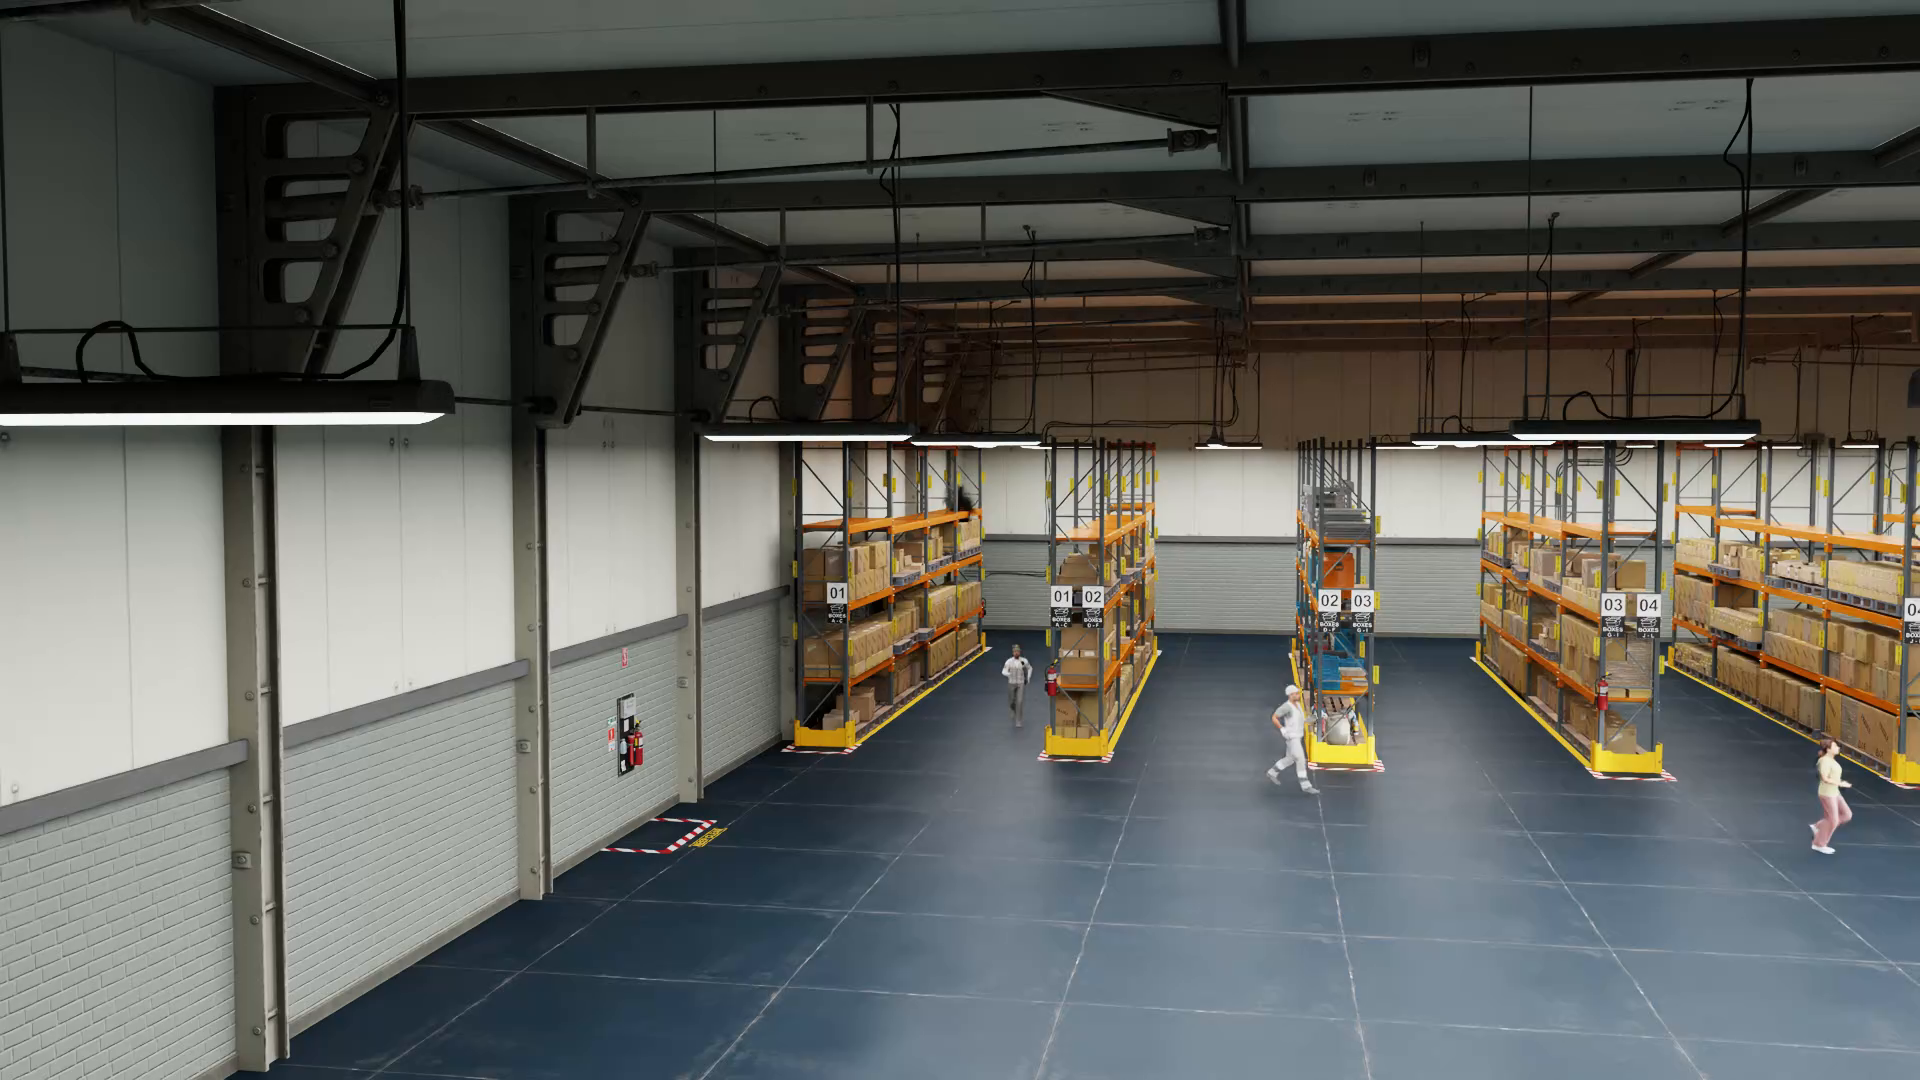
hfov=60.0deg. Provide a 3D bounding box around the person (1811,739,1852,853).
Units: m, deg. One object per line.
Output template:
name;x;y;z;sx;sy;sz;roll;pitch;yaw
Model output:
person;12.425;3.643;23.708;0.525;1.640;0.627;2;4;35

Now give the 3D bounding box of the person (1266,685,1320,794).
person;5.587;3.319;27.890;1.002;1.773;0.662;2;4;31

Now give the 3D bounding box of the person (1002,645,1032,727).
person;1.200;3.022;34.878;0.623;1.674;0.892;0;3;6
